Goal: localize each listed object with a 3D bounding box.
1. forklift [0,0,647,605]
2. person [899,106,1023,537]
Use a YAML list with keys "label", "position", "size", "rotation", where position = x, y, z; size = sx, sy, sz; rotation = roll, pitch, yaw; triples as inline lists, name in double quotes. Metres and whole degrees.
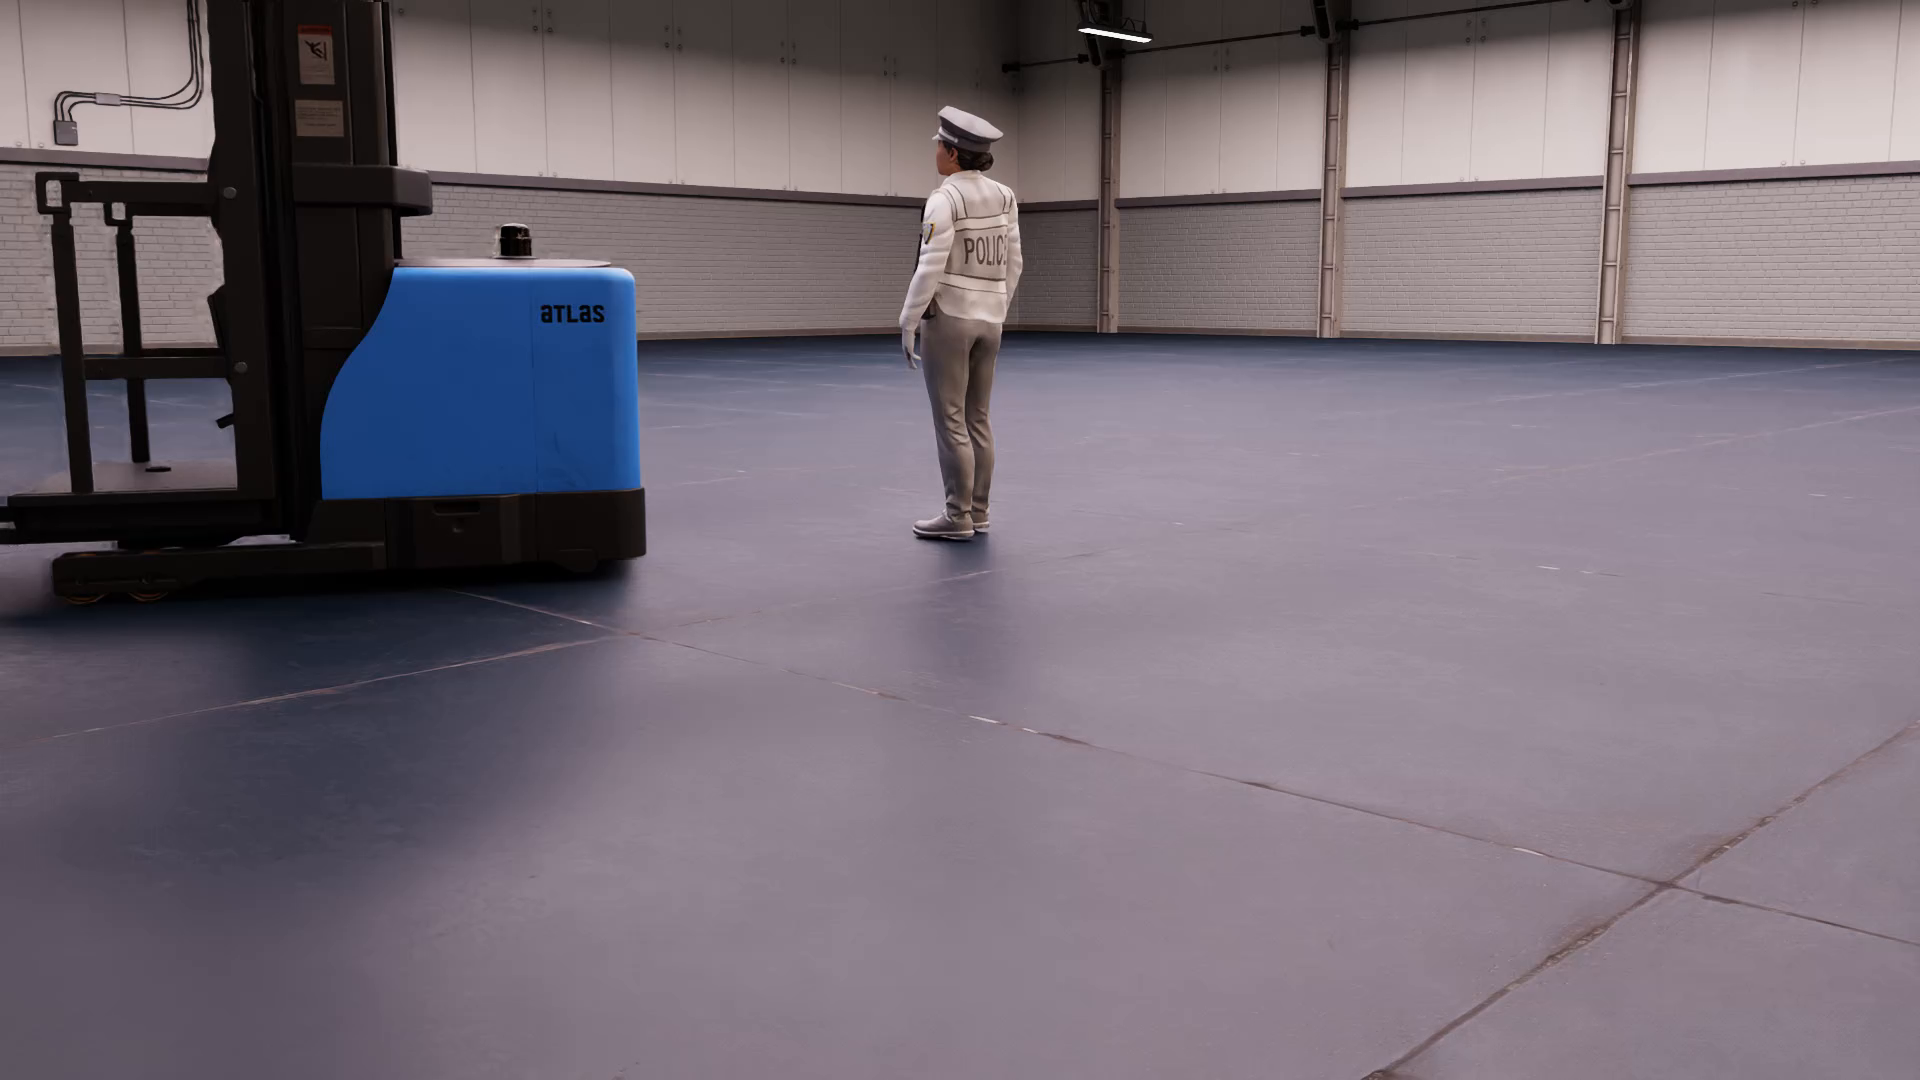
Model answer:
- label: "forklift"
  position: [-2.689, -1.329, 5.698]
  size: [3.031, 2.935, 1.130]
  rotation: [-2, 9, -16]
- label: "person"
  position: [-0.044, -0.853, 6.642]
  size: [0.531, 1.694, 0.586]
  rotation: [8, 12, 43]
